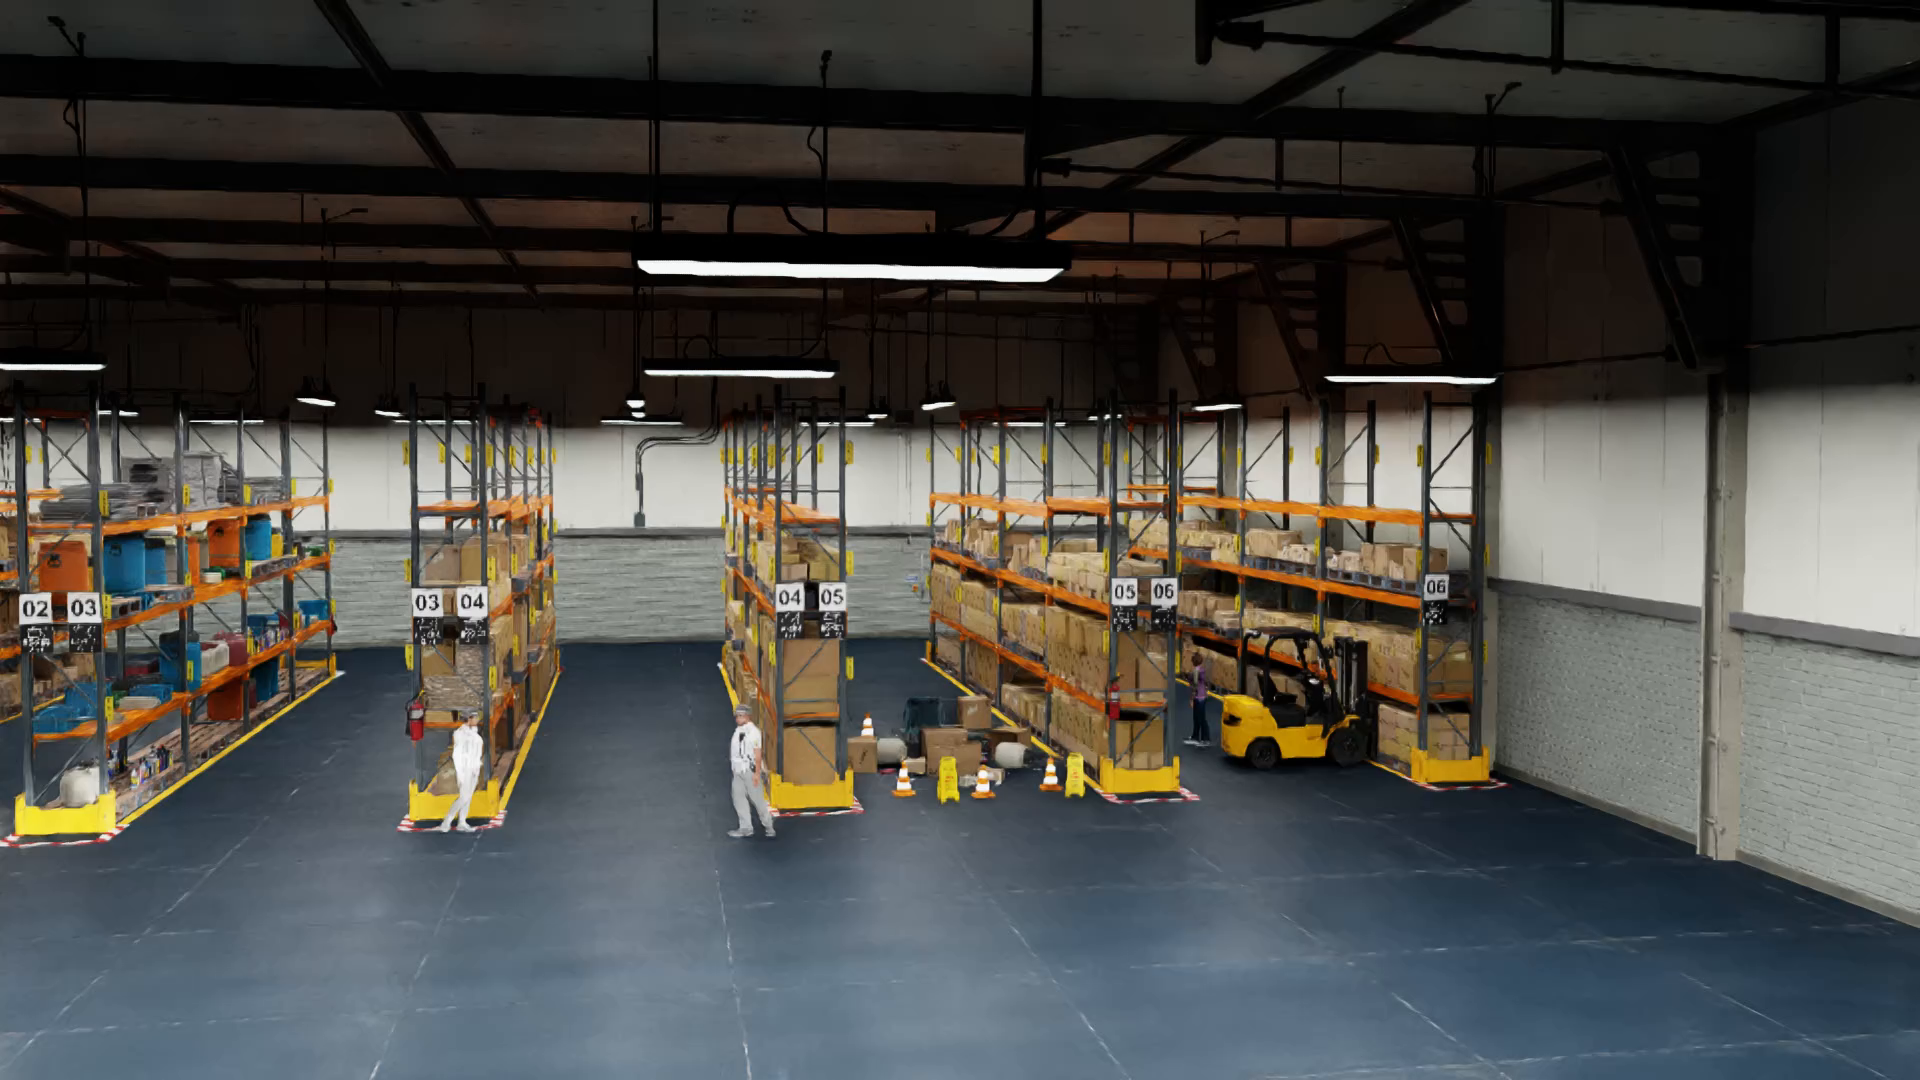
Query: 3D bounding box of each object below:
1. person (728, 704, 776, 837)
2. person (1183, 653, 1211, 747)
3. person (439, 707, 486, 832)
[{"bbox_3d":[-2.742,3.025,21.884,0.548,1.746,0.651,-2,4,-37],"label":"person"},{"bbox_3d":[4.085,2.737,28.690,0.527,1.592,0.523,1,3,20],"label":"person"},{"bbox_3d":[-6.596,3.044,22.045,0.451,1.658,0.634,1,3,21],"label":"person"}]
